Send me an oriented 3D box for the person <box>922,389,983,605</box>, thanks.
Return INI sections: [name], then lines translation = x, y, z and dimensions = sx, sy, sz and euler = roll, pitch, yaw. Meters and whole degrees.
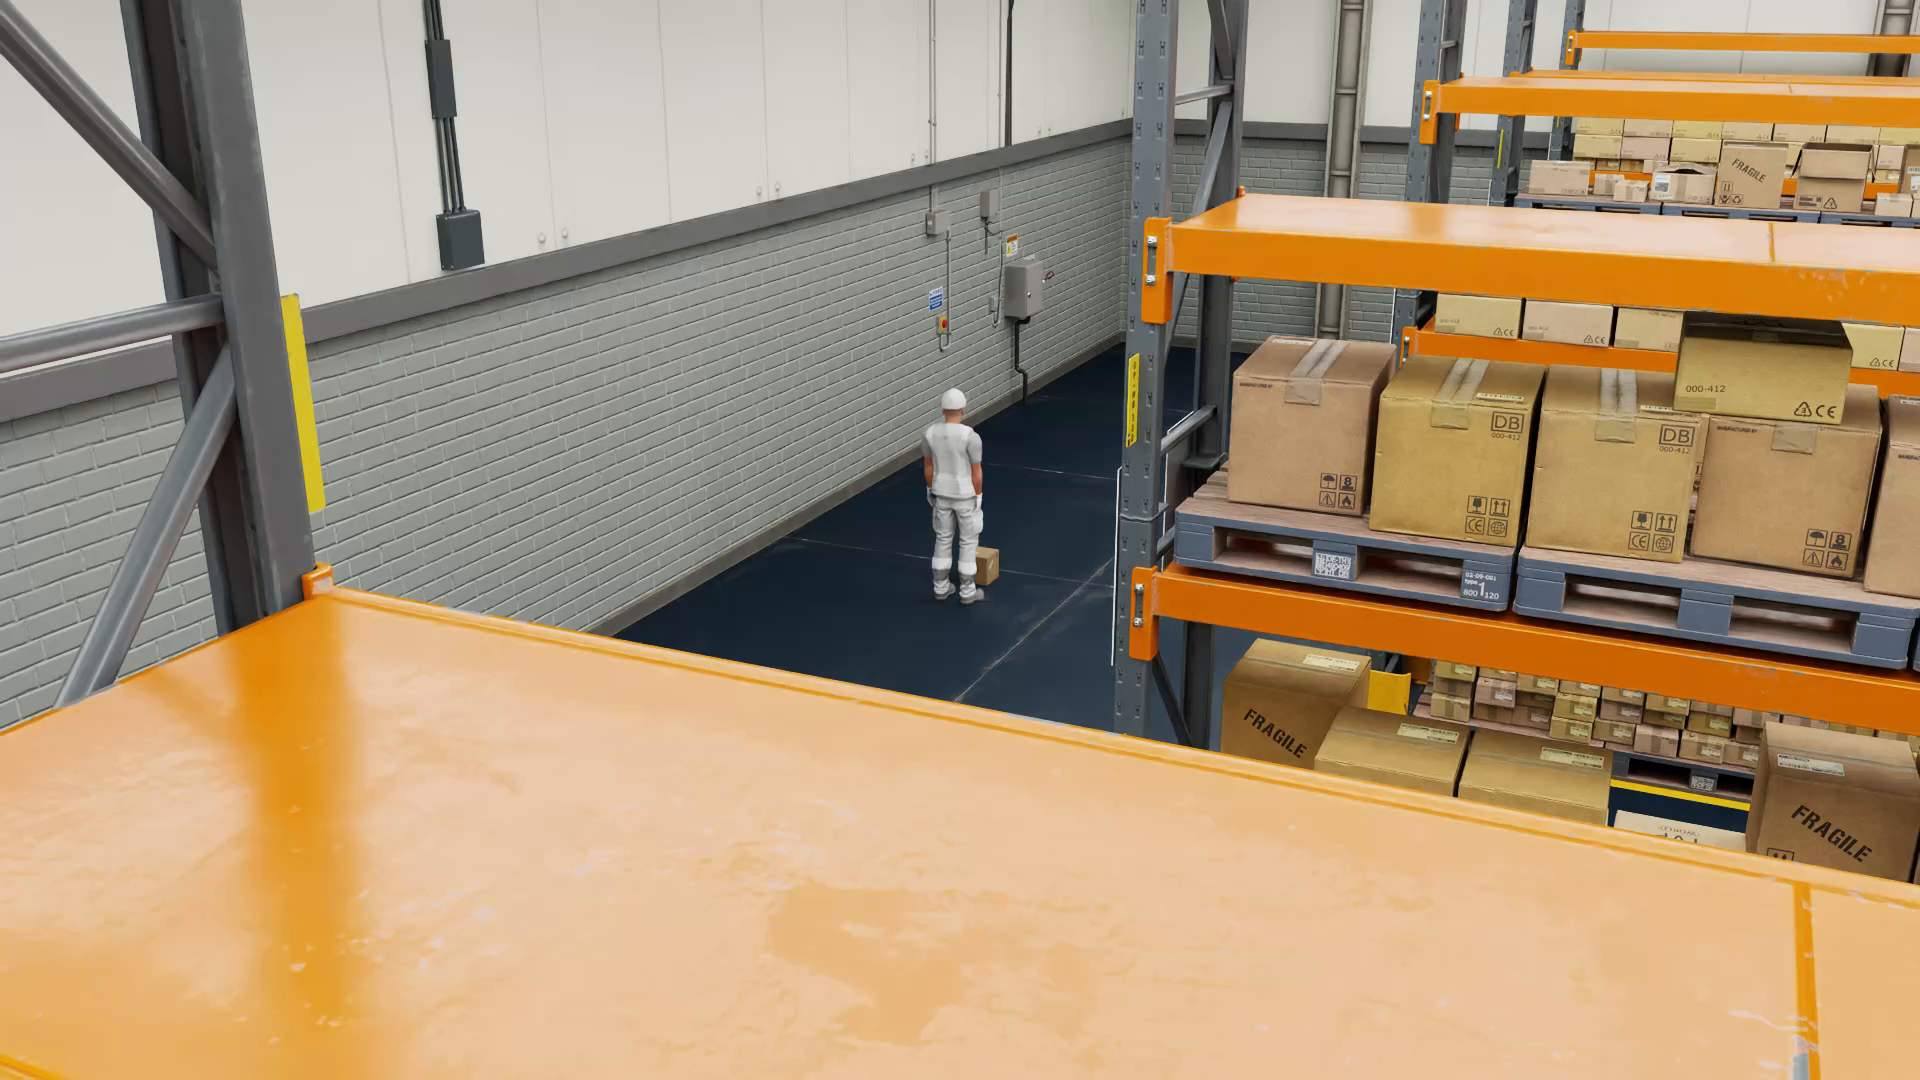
[person]
translation = -0.046, -0.364, 13.601
dimensions = 0.526, 1.784, 0.338
euler = 9, 21, 24
